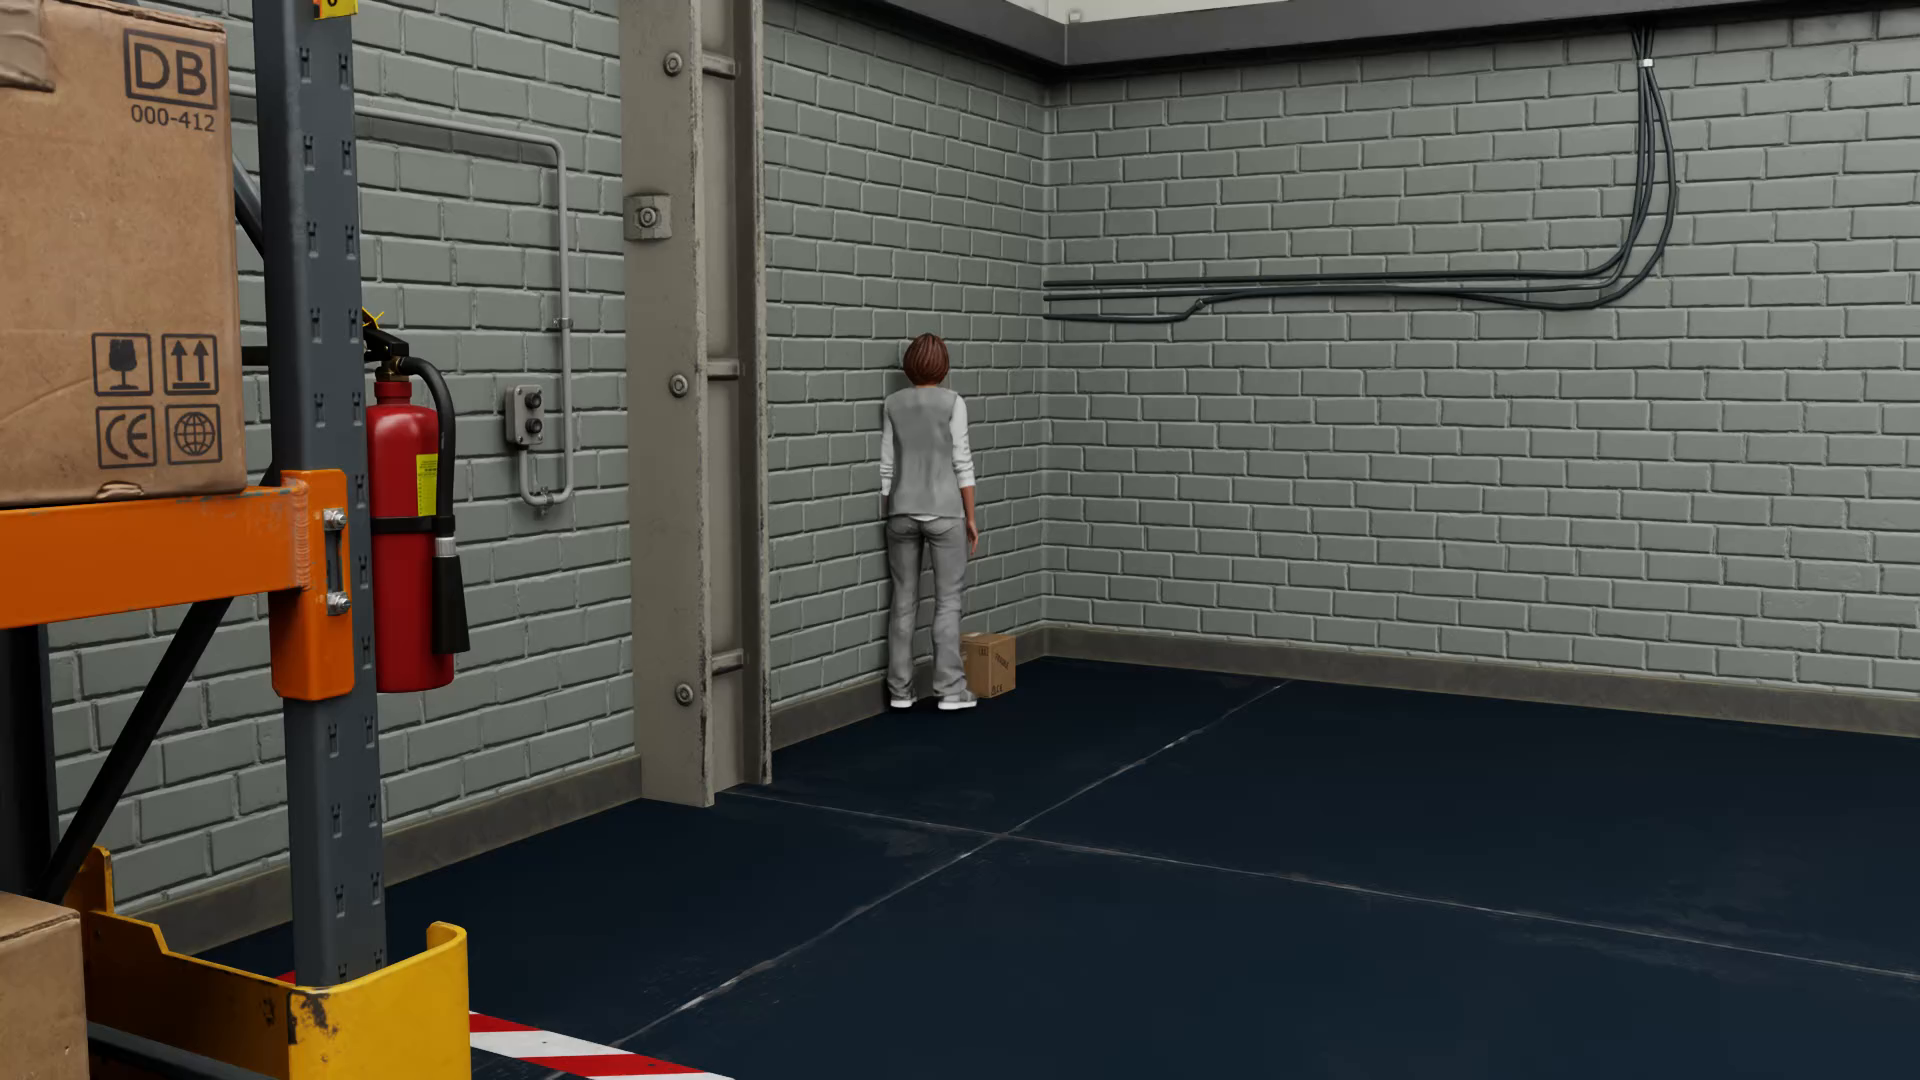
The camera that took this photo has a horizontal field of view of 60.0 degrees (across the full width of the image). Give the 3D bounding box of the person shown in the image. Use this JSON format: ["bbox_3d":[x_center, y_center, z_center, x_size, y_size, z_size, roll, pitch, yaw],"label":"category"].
[{"bbox_3d":[-0.135,-0.074,7.078,0.457,1.594,0.331,2,7,22],"label":"person"}]
